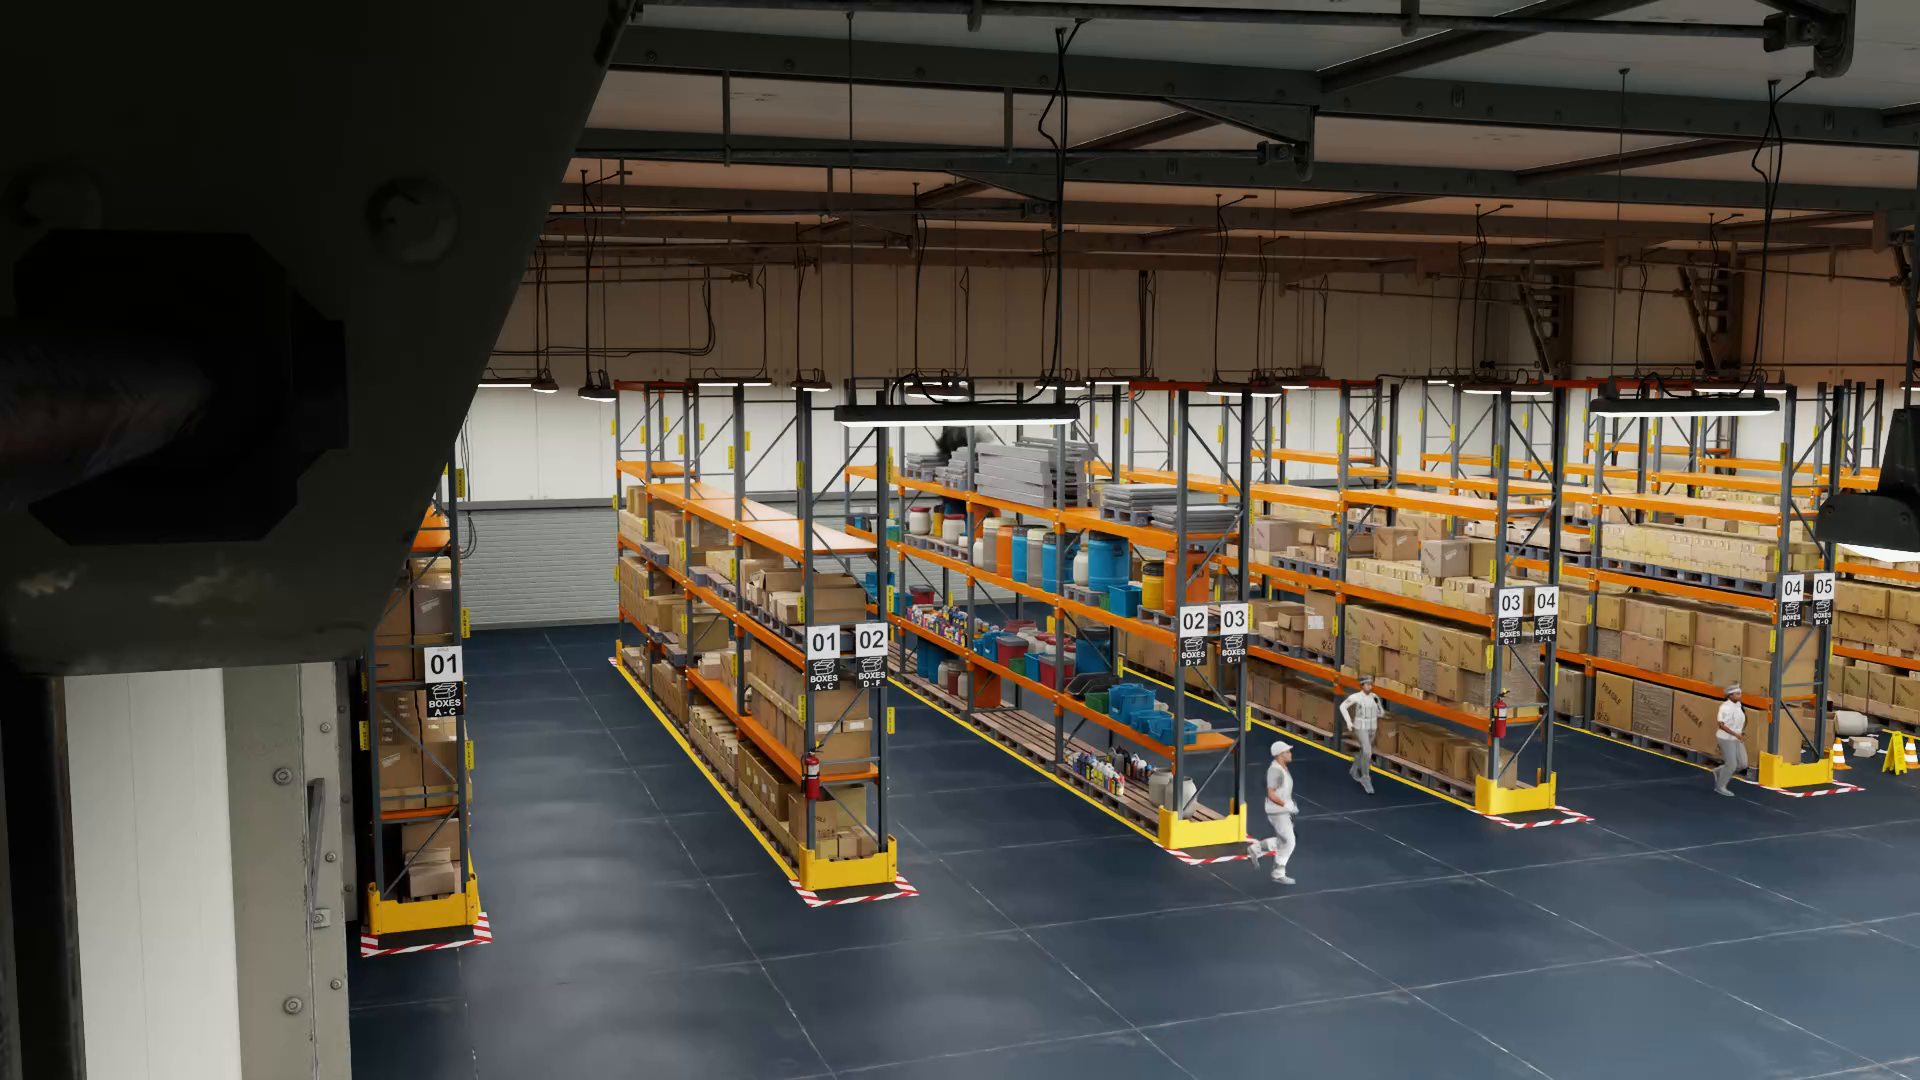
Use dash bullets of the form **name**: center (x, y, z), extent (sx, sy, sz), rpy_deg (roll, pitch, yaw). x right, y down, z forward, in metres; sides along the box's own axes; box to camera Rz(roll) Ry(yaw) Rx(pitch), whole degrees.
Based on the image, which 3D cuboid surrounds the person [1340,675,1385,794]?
- **person**: center (6.043, 2.869, 24.836), extent (0.581, 1.748, 0.746), rpy_deg (-3, 7, -26)

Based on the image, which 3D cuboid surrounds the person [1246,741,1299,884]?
- **person**: center (3.851, 3.325, 20.423), extent (0.650, 1.747, 0.707), rpy_deg (2, 6, 16)

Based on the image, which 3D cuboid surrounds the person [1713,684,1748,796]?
- **person**: center (11.367, 2.929, 24.497), extent (0.618, 1.667, 0.566), rpy_deg (-5, 8, -38)

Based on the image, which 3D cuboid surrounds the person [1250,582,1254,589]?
- **person**: center (6.994, 1.081, 41.525), extent (0.755, 1.730, 0.966), rpy_deg (-1, 6, -6)
